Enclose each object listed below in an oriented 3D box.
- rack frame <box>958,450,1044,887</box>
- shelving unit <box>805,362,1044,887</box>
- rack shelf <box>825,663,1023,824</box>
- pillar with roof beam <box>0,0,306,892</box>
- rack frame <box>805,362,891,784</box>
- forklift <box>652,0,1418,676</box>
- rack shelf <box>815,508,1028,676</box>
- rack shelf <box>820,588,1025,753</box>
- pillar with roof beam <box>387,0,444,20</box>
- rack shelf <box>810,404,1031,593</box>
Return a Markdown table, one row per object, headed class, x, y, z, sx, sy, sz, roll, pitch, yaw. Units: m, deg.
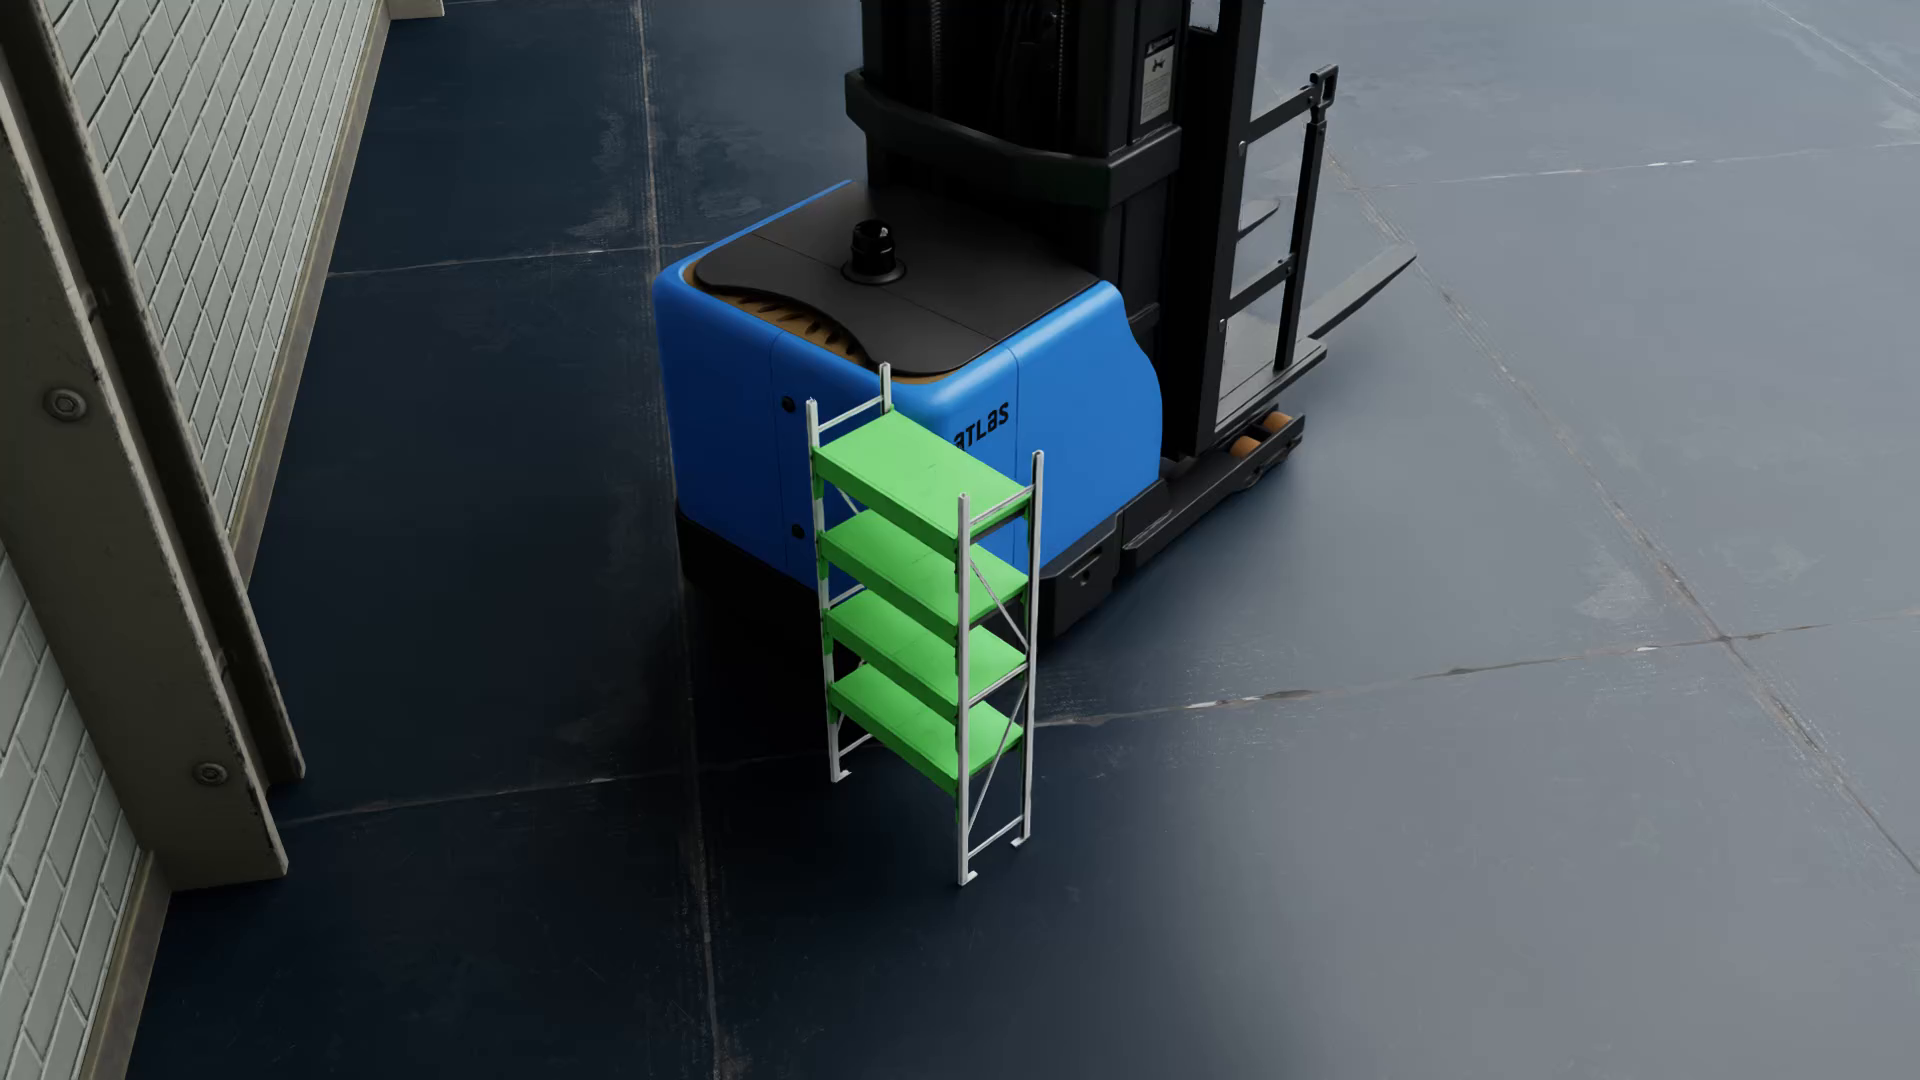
| class | x | y | z | sx | sy | sz | roll | pitch | yaw |
| --- | --- | --- | --- | --- | --- | --- | --- | --- | --- |
| rack frame | 0.086 | 0.335 | 3.840 | 0.240 | 1.200 | 0.015 | -31 | 47 | -33 |
| shelving unit | -0.083 | 0.227 | 3.979 | 0.258 | 1.200 | 0.503 | -31 | 47 | -33 |
| rack shelf | -0.083 | 0.467 | 4.166 | 0.258 | 0.148 | 0.480 | -31 | 47 | -33 |
| pillar with roof beam | 2.362 | -3.277 | 2.133 | 9.100 | 9.000 | 0.400 | -6 | 38 | -8 |
| rack frame | -0.252 | 0.119 | 4.118 | 0.240 | 1.200 | 0.015 | -31 | 47 | -33 |
| forklift | 0.501 | -1.511 | 4.806 | 1.130 | 2.935 | 3.031 | 28 | 46 | 31 |
| rack shelf | -0.083 | 0.088 | 3.871 | 0.258 | 0.148 | 0.480 | -31 | 47 | -33 |
| rack shelf | -0.083 | 0.278 | 4.018 | 0.258 | 0.148 | 0.480 | -31 | 47 | -33 |
| pillar with roof beam | 1.310 | -6.901 | 6.798 | 9.100 | 9.000 | 0.400 | -6 | 38 | -8 |
| rack shelf | -0.083 | -0.101 | 3.724 | 0.258 | 0.148 | 0.480 | -31 | 47 | -33 |
